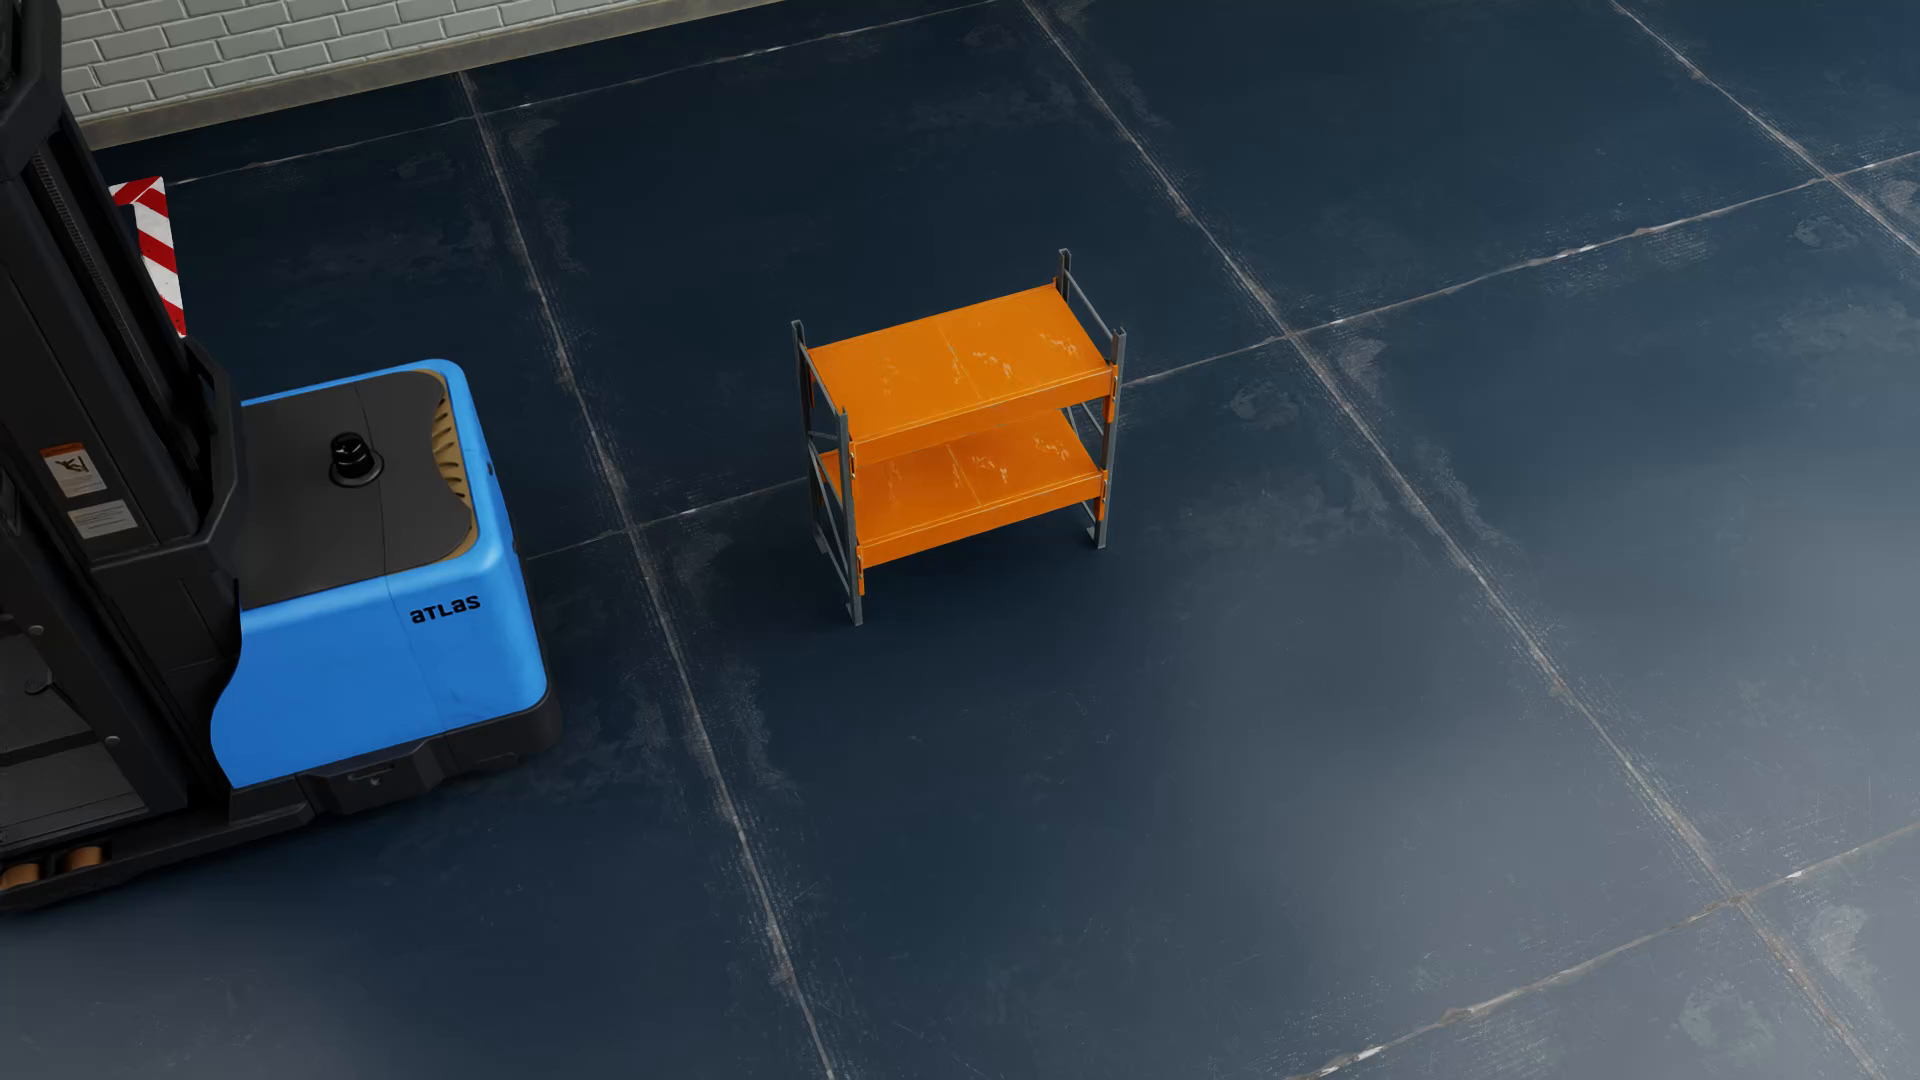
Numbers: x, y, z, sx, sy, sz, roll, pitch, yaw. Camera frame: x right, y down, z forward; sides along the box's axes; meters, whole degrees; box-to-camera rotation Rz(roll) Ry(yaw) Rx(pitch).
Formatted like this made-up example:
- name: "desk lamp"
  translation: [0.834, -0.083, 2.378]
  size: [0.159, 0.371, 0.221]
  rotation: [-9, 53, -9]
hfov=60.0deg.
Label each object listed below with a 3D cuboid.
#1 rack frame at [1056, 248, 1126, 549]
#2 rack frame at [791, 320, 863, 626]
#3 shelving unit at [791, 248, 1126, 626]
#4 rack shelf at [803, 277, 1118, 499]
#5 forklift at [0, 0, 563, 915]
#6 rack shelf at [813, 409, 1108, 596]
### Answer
- name: "rack frame"
  translation: [0.464, -0.510, 6.288]
  size: [0.032, 1.125, 0.500]
  rotation: [-17, 52, -14]
- name: "rack frame"
  translation: [-0.477, -0.219, 6.037]
  size: [0.032, 1.125, 0.500]
  rotation: [-17, 52, -14]
- name: "shelving unit"
  translation: [-0.006, -0.365, 6.162]
  size: [1.048, 1.125, 0.538]
  rotation: [-17, 52, -14]
- name: "rack shelf"
  translation: [-0.006, -0.555, 5.940]
  size: [1.000, 0.278, 0.538]
  rotation: [-17, 52, -14]
- name: "forklift"
  translation: [-2.987, -0.183, 4.816]
  size: [3.031, 2.935, 1.130]
  rotation: [-15, 51, -12]
- name: "rack shelf"
  translation: [-0.006, -0.205, 6.348]
  size: [1.000, 0.278, 0.538]
  rotation: [-17, 52, -14]
